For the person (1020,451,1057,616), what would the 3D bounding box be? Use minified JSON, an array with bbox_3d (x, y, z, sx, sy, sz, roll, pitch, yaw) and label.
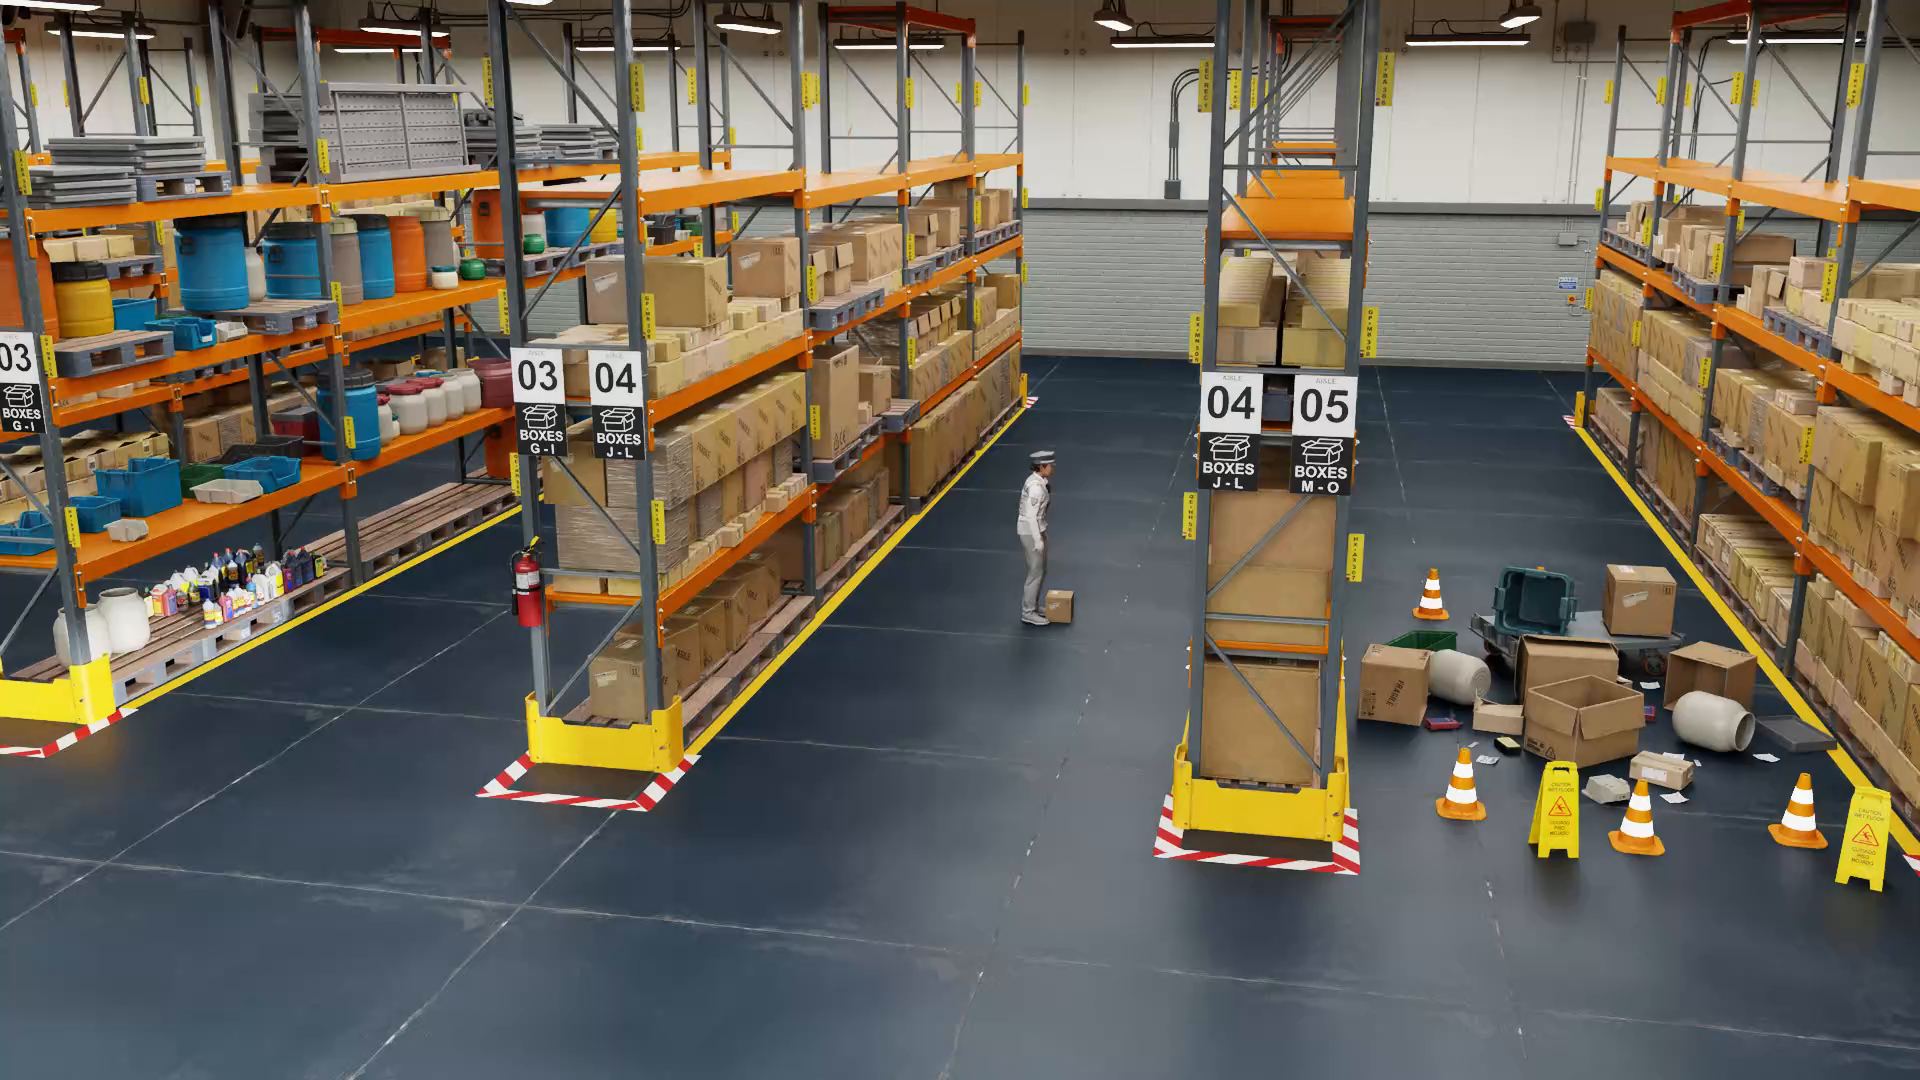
[{"bbox_3d":[0.759,-0.074,16.161,0.341,1.603,0.521,2,15,9],"label":"person"}]
